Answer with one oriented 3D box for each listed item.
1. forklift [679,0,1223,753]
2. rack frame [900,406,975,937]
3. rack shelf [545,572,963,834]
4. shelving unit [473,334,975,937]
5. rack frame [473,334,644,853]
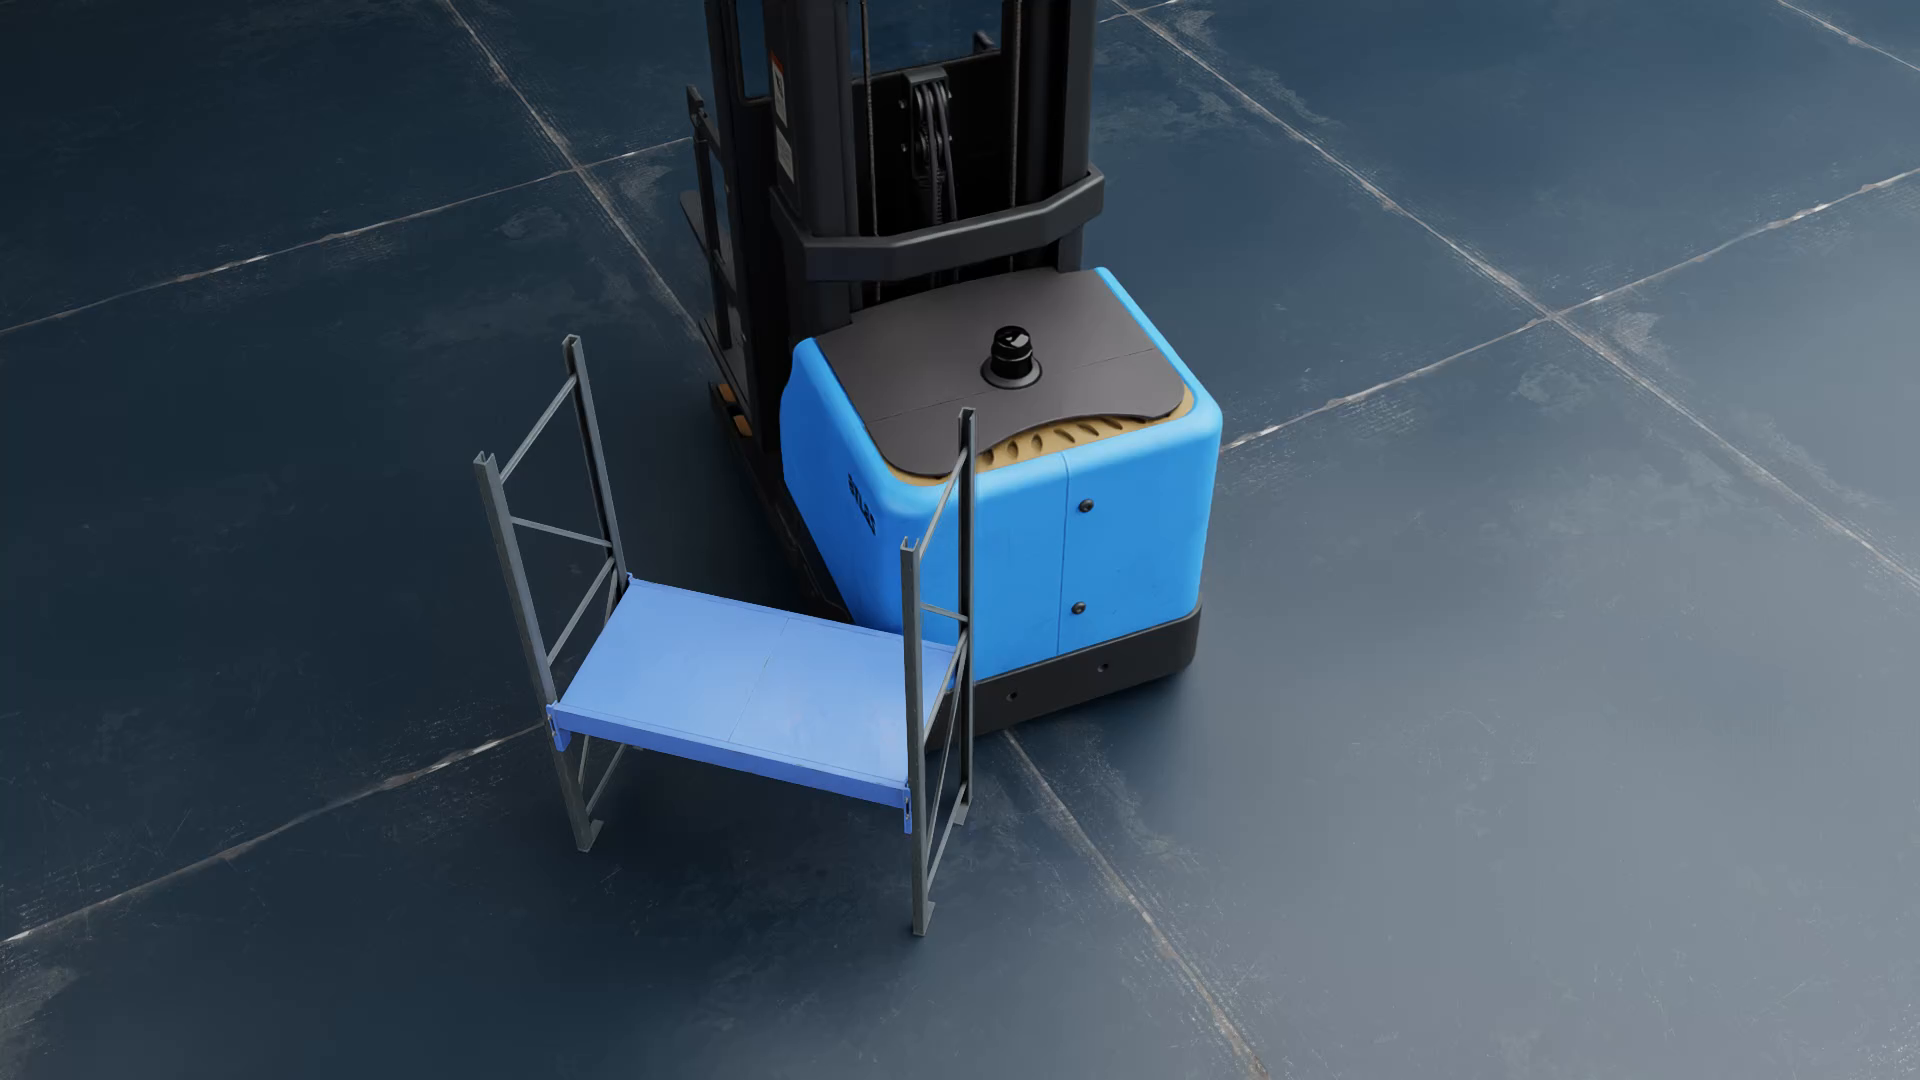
[{"bbox_3d":[-0.280,-1.451,5.140,1.130,2.935,3.031,-16,46,-16],"label":"forklift"},{"bbox_3d":[-0.046,0.393,4.268,0.032,1.500,0.500,11,45,11],"label":"rack frame"},{"bbox_3d":[-0.535,0.425,4.494,1.000,0.185,0.538,11,45,11],"label":"rack shelf"},{"bbox_3d":[-0.535,0.295,4.369,1.048,1.500,0.538,11,45,11],"label":"shelving unit"},{"bbox_3d":[-1.024,0.198,4.469,0.032,1.500,0.500,11,45,11],"label":"rack frame"}]
